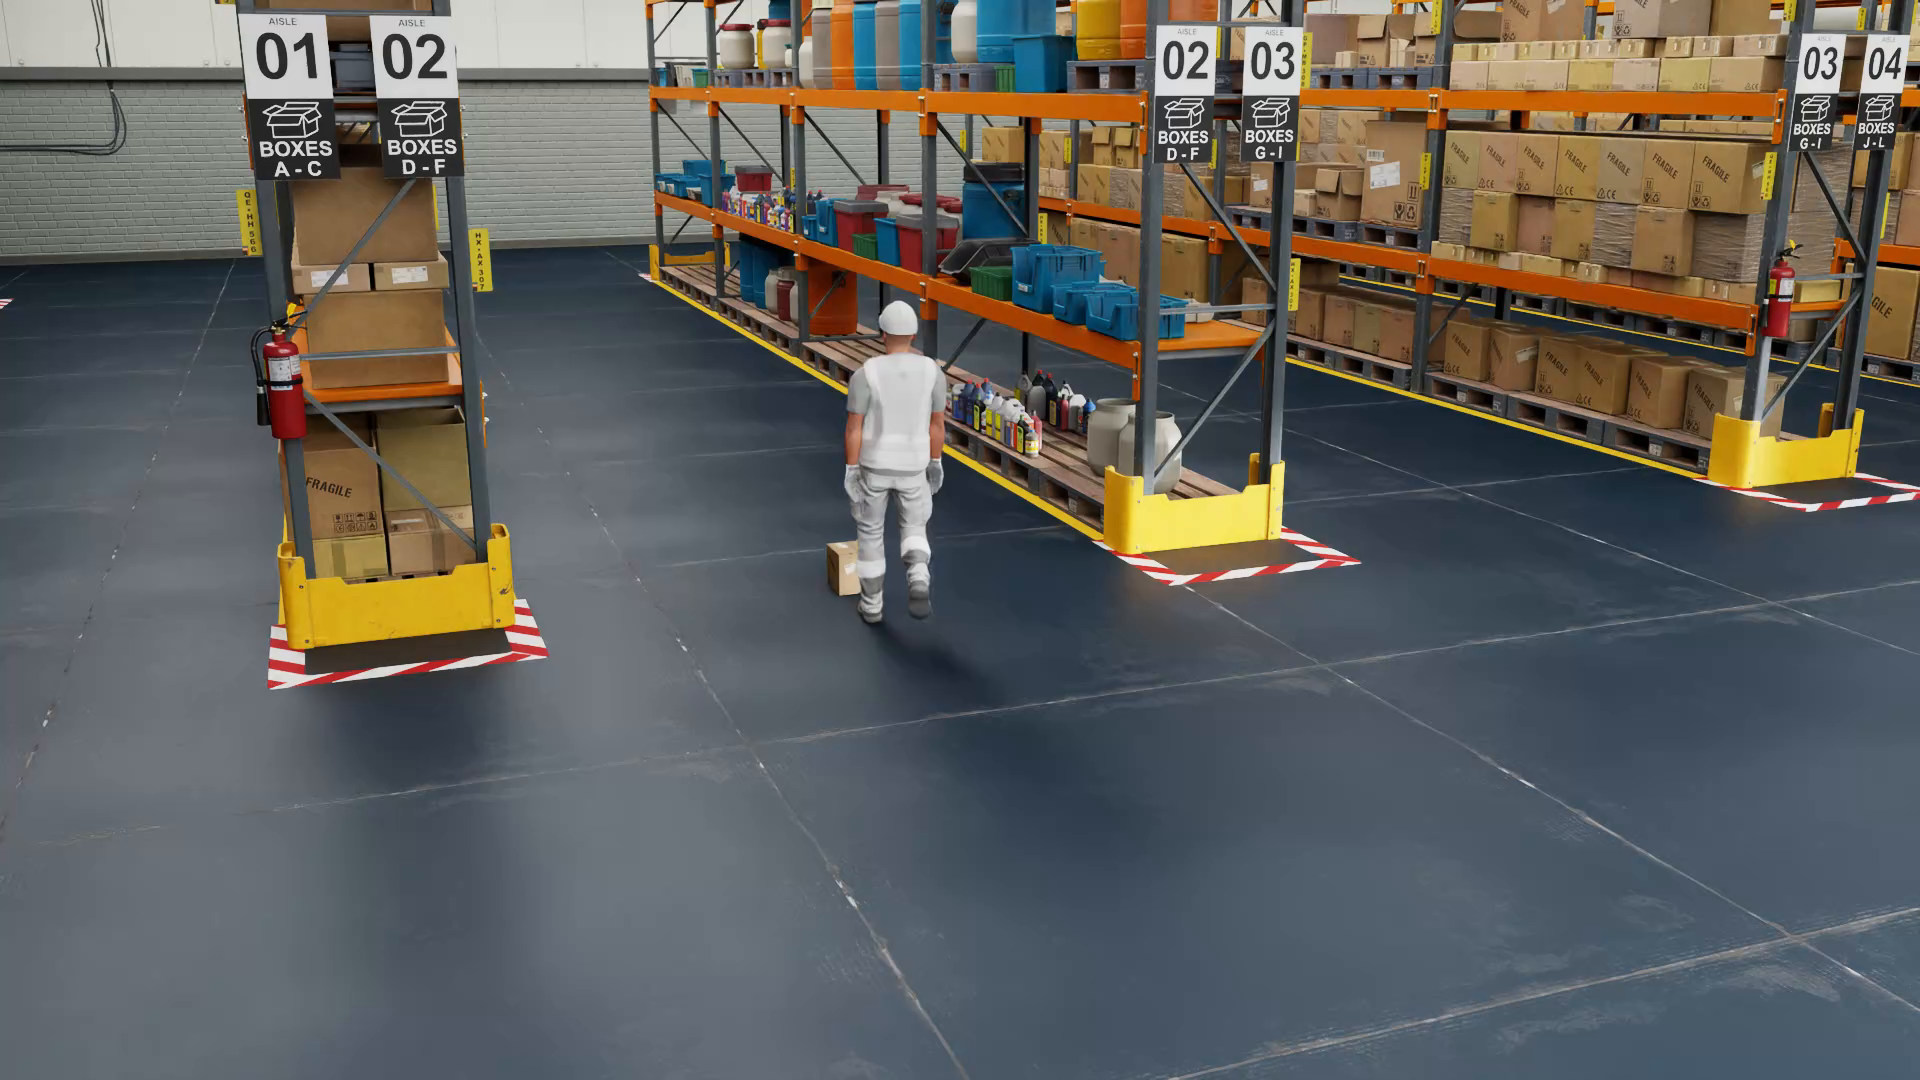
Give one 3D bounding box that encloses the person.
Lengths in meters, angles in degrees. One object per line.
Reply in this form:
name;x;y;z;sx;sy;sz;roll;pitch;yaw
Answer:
person;-0.349;-0.392;8.870;0.554;1.772;0.692;-3;16;-11
